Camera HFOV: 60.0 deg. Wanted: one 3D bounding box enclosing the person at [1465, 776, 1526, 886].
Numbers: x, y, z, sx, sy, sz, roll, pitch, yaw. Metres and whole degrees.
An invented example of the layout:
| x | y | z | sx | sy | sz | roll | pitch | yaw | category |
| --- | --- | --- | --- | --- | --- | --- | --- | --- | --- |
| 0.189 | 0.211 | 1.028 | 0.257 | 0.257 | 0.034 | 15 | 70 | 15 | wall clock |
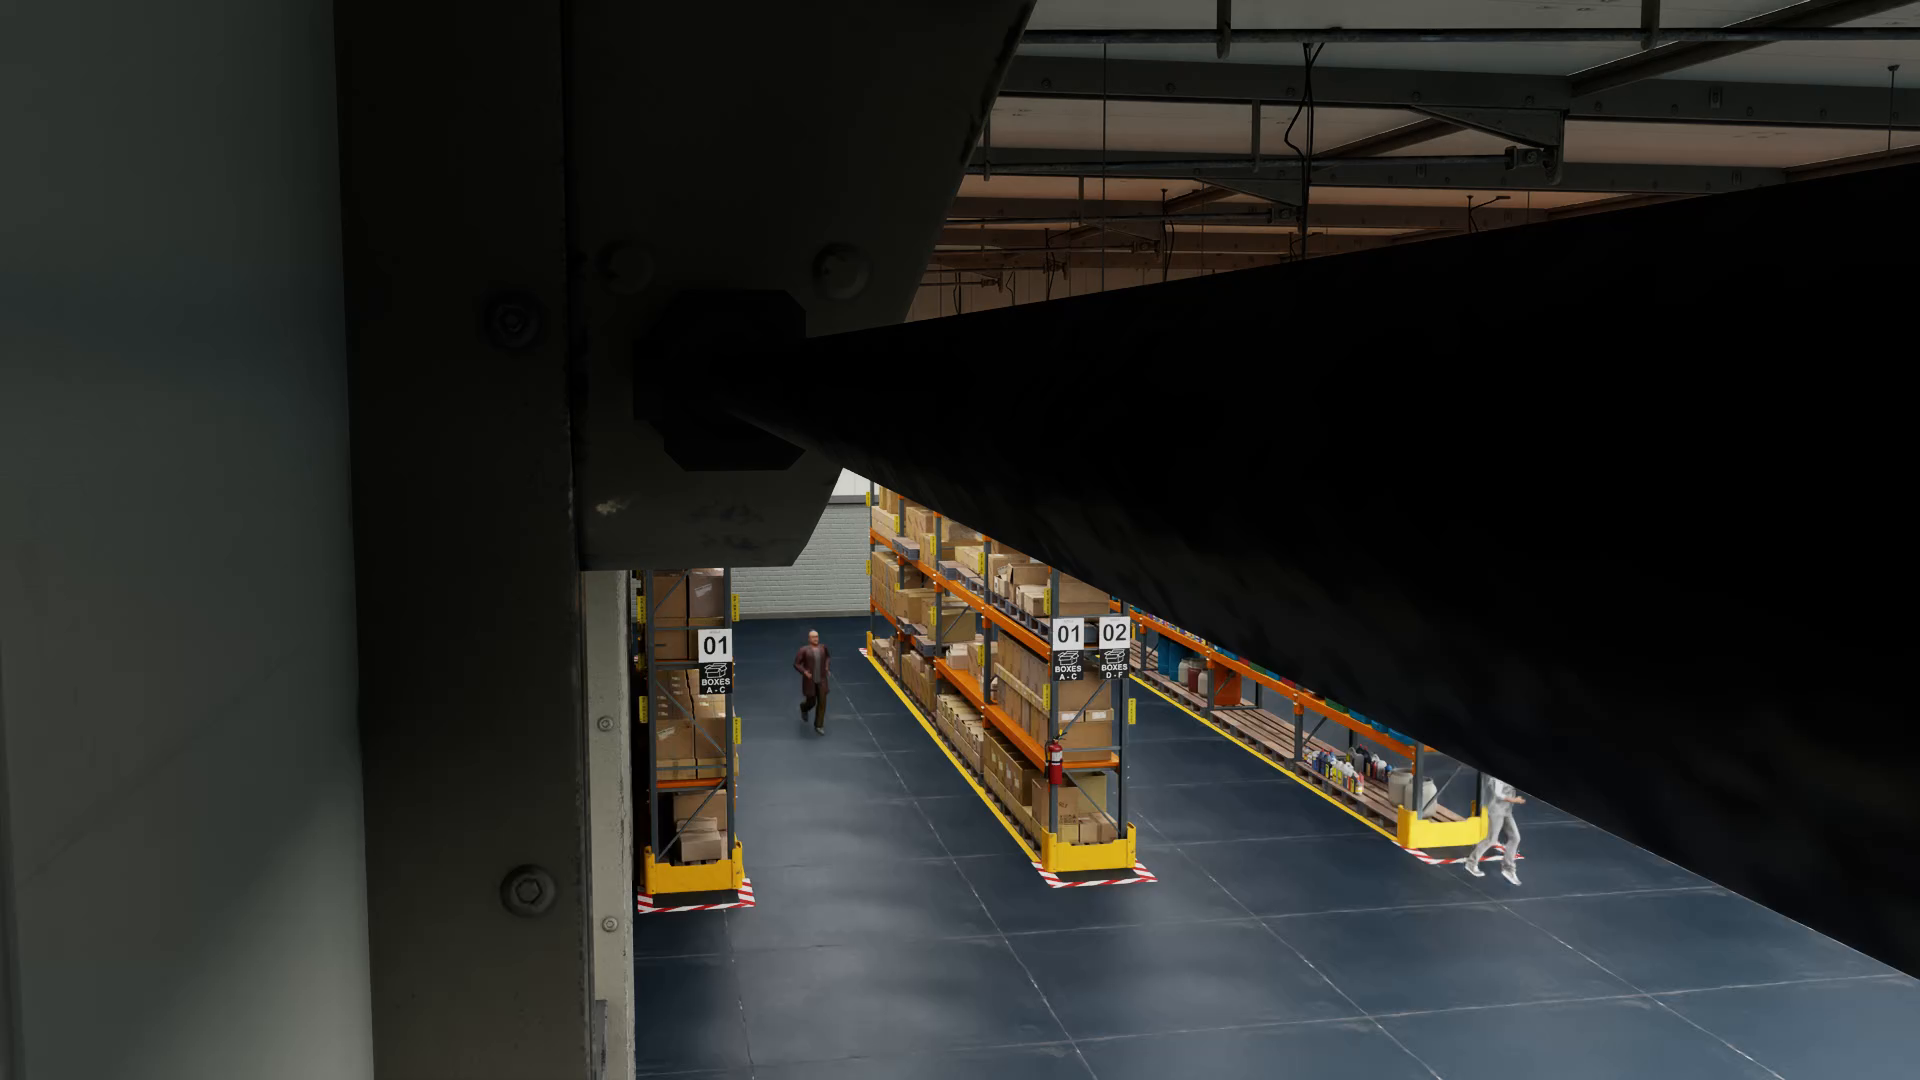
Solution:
| x | y | z | sx | sy | sz | roll | pitch | yaw | category |
| --- | --- | --- | --- | --- | --- | --- | --- | --- | --- |
| 6.632 | 3.398 | 20.528 | 0.679 | 1.627 | 0.569 | 3 | 7 | 29 | person |

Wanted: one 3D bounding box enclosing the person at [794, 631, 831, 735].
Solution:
| x | y | z | sx | sy | sz | roll | pitch | yaw | category |
| --- | --- | --- | --- | --- | --- | --- | --- | --- | --- |
| -2.535 | 2.449 | 28.900 | 0.712 | 1.764 | 0.918 | -3 | 7 | -24 | person |
